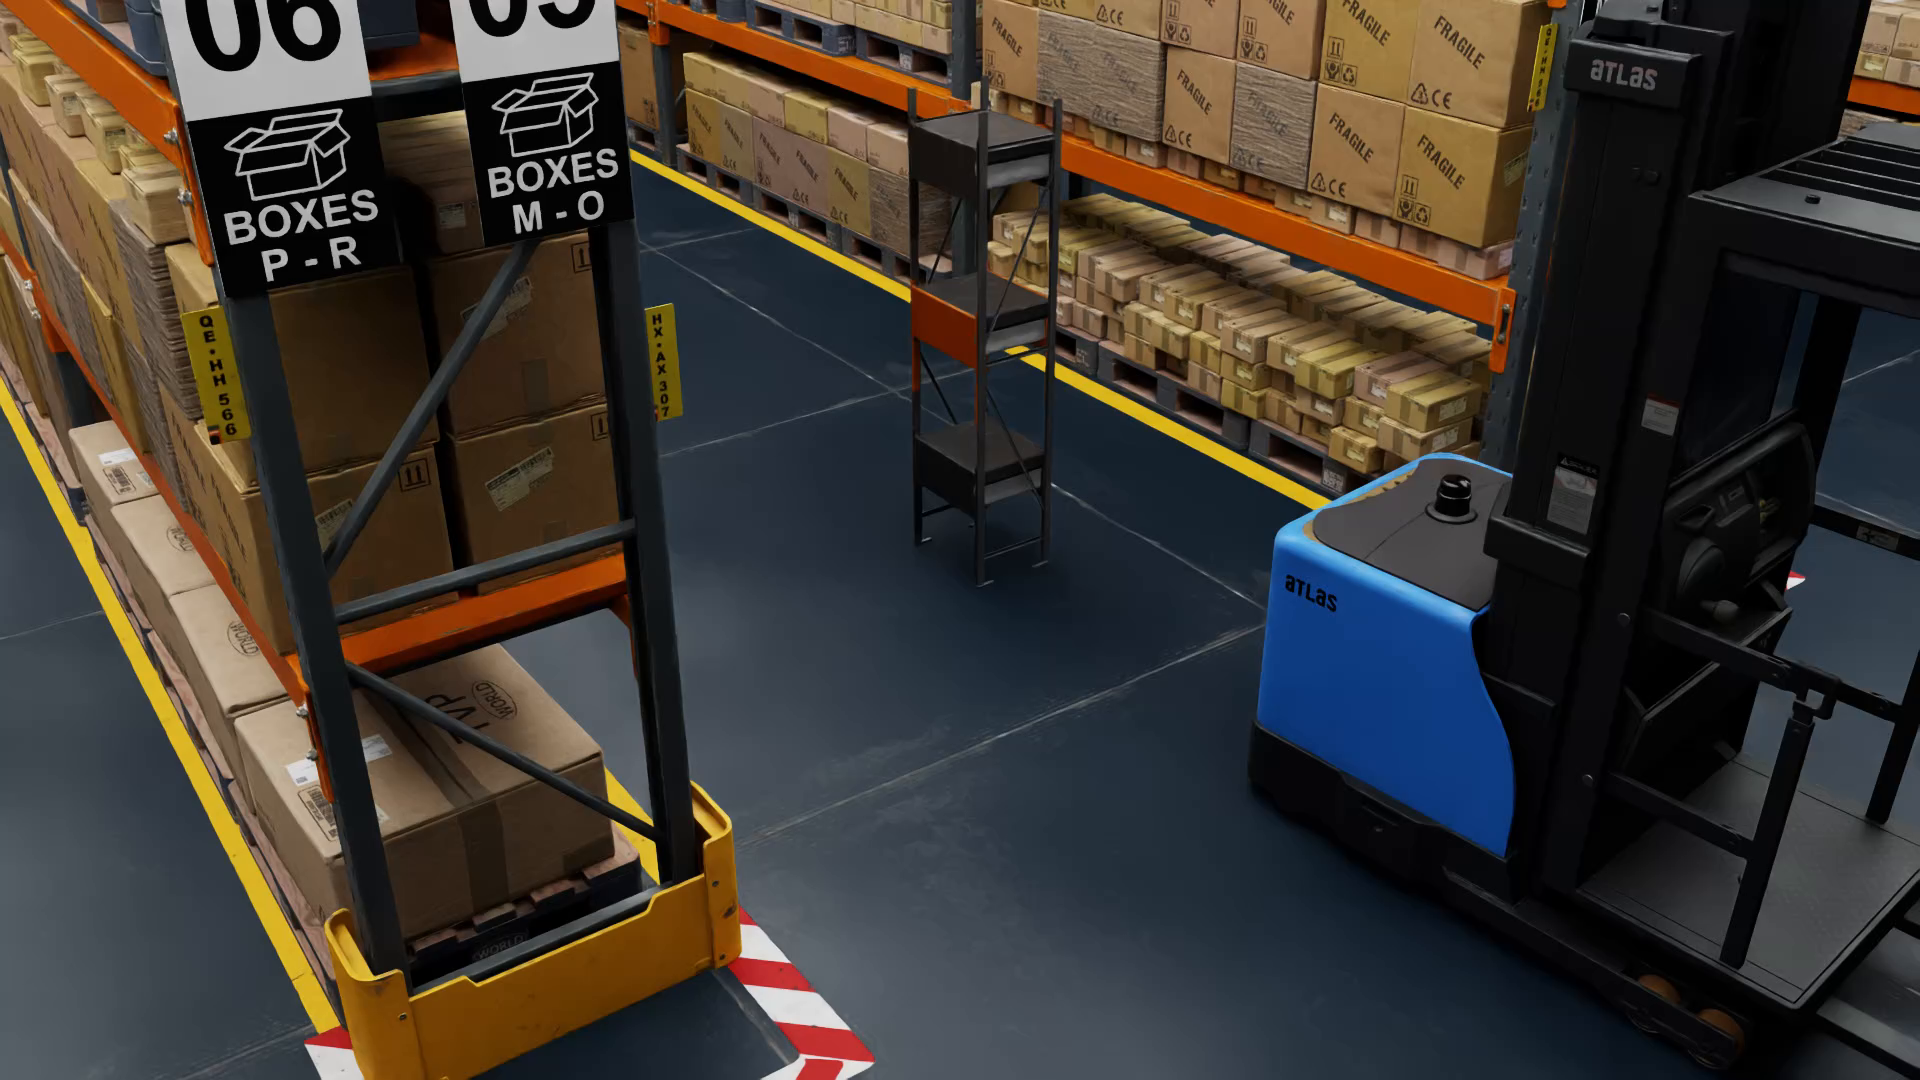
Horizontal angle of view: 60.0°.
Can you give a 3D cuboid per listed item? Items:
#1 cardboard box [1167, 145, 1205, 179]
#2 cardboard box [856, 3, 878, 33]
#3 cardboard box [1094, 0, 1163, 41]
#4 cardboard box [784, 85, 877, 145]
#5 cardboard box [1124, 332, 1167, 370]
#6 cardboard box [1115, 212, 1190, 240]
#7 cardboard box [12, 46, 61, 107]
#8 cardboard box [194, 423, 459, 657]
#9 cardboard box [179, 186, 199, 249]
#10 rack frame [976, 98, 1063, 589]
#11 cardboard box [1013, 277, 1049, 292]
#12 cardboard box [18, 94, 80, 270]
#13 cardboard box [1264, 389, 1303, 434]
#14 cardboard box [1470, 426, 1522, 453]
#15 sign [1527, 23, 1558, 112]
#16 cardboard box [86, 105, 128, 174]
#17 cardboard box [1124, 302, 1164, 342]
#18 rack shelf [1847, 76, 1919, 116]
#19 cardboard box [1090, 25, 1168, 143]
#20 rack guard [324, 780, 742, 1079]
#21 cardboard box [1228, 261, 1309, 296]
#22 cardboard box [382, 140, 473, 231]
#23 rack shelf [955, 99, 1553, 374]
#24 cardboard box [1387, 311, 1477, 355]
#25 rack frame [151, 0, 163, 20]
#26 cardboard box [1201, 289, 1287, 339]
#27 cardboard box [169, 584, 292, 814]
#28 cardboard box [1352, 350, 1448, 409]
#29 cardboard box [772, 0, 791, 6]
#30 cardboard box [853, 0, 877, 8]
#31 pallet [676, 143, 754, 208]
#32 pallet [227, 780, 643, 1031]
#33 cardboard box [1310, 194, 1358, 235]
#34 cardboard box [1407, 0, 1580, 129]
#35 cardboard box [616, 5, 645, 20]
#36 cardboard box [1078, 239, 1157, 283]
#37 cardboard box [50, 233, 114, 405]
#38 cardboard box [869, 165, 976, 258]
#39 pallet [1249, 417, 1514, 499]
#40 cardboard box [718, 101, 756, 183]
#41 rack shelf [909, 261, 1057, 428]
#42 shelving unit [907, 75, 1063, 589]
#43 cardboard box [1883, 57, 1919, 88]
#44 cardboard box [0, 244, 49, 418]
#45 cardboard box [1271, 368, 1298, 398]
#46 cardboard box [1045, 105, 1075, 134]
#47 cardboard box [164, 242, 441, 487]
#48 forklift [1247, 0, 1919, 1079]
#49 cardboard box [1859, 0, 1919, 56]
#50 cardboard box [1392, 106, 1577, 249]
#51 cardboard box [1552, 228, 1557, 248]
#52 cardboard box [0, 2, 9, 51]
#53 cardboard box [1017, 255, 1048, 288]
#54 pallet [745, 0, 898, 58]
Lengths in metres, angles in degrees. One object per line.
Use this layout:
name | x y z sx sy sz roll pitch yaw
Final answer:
cardboard box | 1.286 -1.973 8.504 0.380 0.149 0.250 -17 33 -29
cardboard box | -0.440 -3.344 10.587 0.380 0.149 0.250 -21 35 -33
cardboard box | 1.035 -2.844 8.379 0.500 0.500 0.500 -18 33 -30
cardboard box | -0.852 -2.915 11.367 0.500 0.250 0.500 -20 35 -33
cardboard box | 1.126 -1.082 9.147 0.380 0.149 0.250 -20 34 -32
cardboard box | 1.140 -1.818 9.878 0.380 0.149 0.250 -19 34 -31
cardboard box | -3.042 -1.631 5.778 0.380 0.149 0.250 -20 34 -32
cardboard box | -1.758 -0.068 4.627 0.500 0.500 0.500 -19 34 -30
cardboard box | -1.800 -0.854 4.348 0.380 0.149 0.250 -18 33 -30
rack frame | 0.238 -0.763 6.956 0.400 2.100 0.015 -19 34 -31
cardboard box | 0.495 -1.472 9.865 0.380 0.149 0.250 -18 33 -29
cardboard box | -2.928 -1.295 5.840 0.500 0.500 0.500 -18 33 -30
cardboard box | 1.768 -0.689 8.422 0.380 0.149 0.250 -18 33 -30
cardboard box | 2.668 -0.543 8.155 0.380 0.149 0.250 -18 33 -30
sign | 2.248 -1.821 6.416 0.100 0.325 0.005 -19 34 -31
cardboard box | -2.418 -1.243 5.064 0.380 0.149 0.250 -18 33 -29
cardboard box | 1.121 -1.214 9.078 0.380 0.149 0.250 -19 34 -31
rack shelf | 5.650 -3.114 11.095 1.077 0.370 4.000 -19 34 -31
cardboard box | 1.029 -2.391 8.592 0.500 0.500 0.500 -20 34 -32
rack guard | -1.248 1.198 5.020 1.175 0.500 0.348 -19 34 -31
cardboard box | 1.681 -1.388 9.086 0.380 0.149 0.250 -19 34 -31
cardboard box | -1.453 -0.975 4.570 0.380 0.149 0.250 -18 33 -29
rack shelf | 1.551 -1.781 8.640 1.077 0.370 4.000 -19 34 -31
cardboard box | 2.385 -1.017 8.404 0.380 0.149 0.250 -19 34 -31
rack frame | -1.262 -2.546 3.009 1.000 3.000 0.127 -19 34 -31
cardboard box | 1.483 -1.168 8.681 0.380 0.149 0.250 -20 34 -32
cardboard box | -2.264 0.449 6.024 0.875 0.438 0.875 -18 33 -29
cardboard box | 2.099 -0.762 7.933 0.380 0.149 0.250 -18 33 -30
cardboard box | -1.063 -3.759 11.351 0.380 0.149 0.250 -18 33 -30
cardboard box | -0.458 -3.484 10.533 0.380 0.149 0.250 -20 34 -32
pallet | -1.477 -2.900 12.868 1.003 0.211 1.213 -19 34 -31
pallet | -1.790 1.027 5.639 1.003 0.211 1.213 -19 34 -31
cardboard box | 1.854 -1.551 7.725 0.380 0.149 0.250 -18 33 -29
cardboard box | 2.243 -2.042 6.904 0.500 0.500 0.500 -20 34 -32
cardboard box | -2.719 -4.226 14.305 1.050 0.750 0.750 -18 33 -30
cardboard box | 0.890 -1.573 9.427 0.380 0.149 0.250 -20 34 -32
cardboard box | -2.952 -0.862 6.089 0.500 0.500 0.500 -19 34 -30
cardboard box | -0.243 -2.178 10.797 0.500 0.500 0.500 -19 34 -32
pallet | 2.225 -0.449 8.356 1.003 0.211 1.213 -19 34 -31
cardboard box | -1.432 -2.975 12.265 0.500 0.500 0.500 -18 33 -30
rack shelf | 0.096 -0.846 7.137 0.431 0.518 0.480 -19 34 -31
shelving unit | 0.096 -0.858 7.130 0.431 2.100 0.503 -19 34 -31
cardboard box | 5.894 -2.886 10.185 0.380 0.149 0.250 -18 33 -30
cardboard box | -4.538 -1.283 8.757 0.875 0.875 0.875 -18 33 -29
cardboard box | 1.798 -0.842 8.394 0.380 0.149 0.250 -19 34 -31
cardboard box | 0.697 -2.394 9.279 0.380 0.149 0.250 -20 35 -33
cardboard box | -1.736 -0.515 4.402 0.500 0.500 0.500 -18 33 -29
forklift | 2.400 -0.012 4.700 1.130 2.935 3.031 -23 36 -36
cardboard box | 5.724 -3.228 10.396 0.500 0.250 0.500 -20 34 -32
cardboard box | 2.241 -1.597 7.132 0.500 0.500 0.500 -18 33 -30
cardboard box | 2.790 -1.426 7.495 0.380 0.149 0.250 -19 34 -31
cardboard box | -3.611 -2.039 6.528 0.380 0.149 0.250 -19 34 -31
cardboard box | 0.561 -1.634 9.851 0.380 0.149 0.250 -19 34 -30
pallet | -0.747 -3.587 11.412 1.003 0.211 1.213 -19 34 -31
